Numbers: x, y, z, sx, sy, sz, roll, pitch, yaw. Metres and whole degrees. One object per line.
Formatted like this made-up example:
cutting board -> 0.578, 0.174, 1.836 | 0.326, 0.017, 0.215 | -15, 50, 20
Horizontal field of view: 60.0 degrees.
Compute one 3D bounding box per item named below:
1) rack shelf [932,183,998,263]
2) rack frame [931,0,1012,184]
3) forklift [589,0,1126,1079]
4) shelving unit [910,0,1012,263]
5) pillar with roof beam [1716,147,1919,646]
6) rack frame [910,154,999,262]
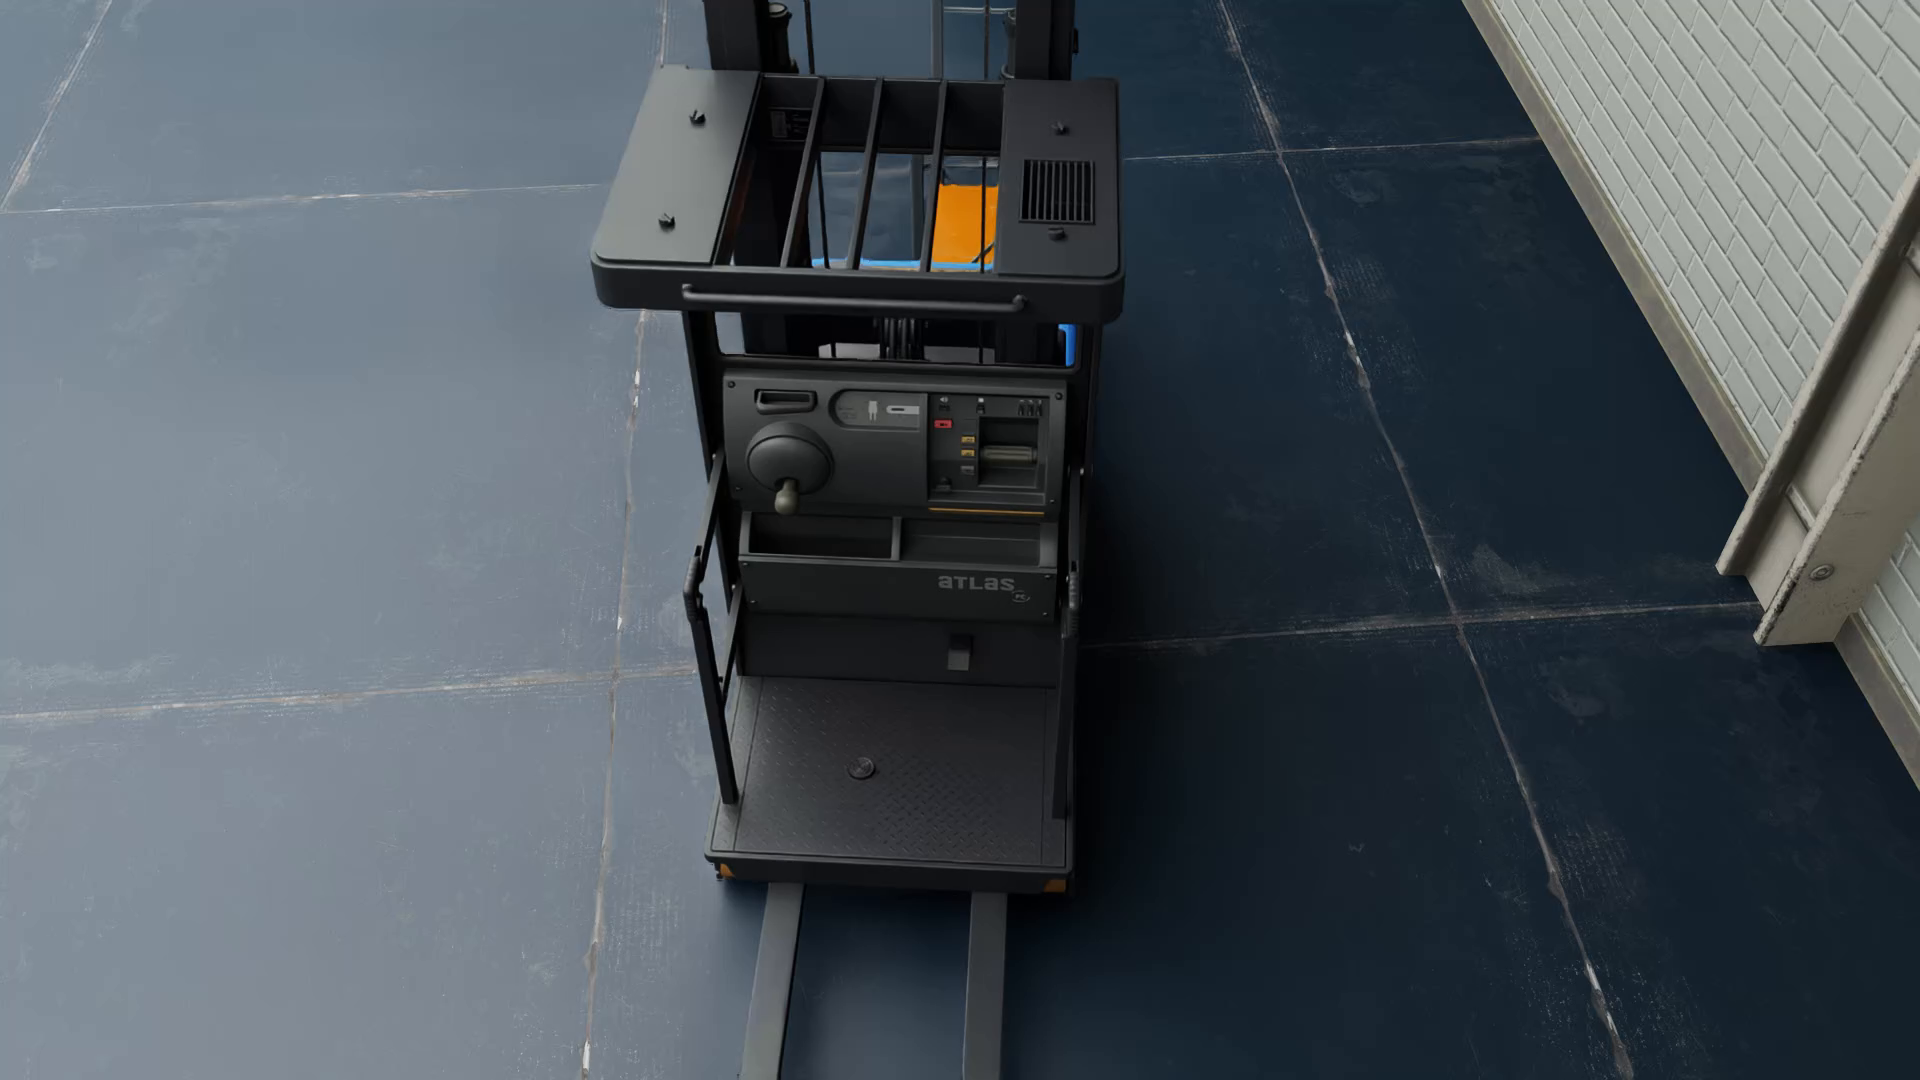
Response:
rack shelf -> 0.114, -1.033, 6.443 | 0.538, 0.185, 1.000 | 2, 47, 2
rack frame -> 0.142, -1.526, 6.662 | 0.500, 1.500, 0.032 | 2, 47, 2
forklift -> -0.187, -0.159, 4.382 | 1.130, 2.935, 3.031 | 2, 47, 2
shelving unit -> 0.114, -1.150, 6.307 | 0.587, 1.500, 1.083 | 2, 47, 2
pillar with roof beam -> -1.321, -2.610, 2.524 | 9.100, 9.000, 0.400 | -3, 47, -3
rack frame -> 0.086, -0.789, 5.964 | 0.500, 1.500, 0.032 | 2, 47, 2
